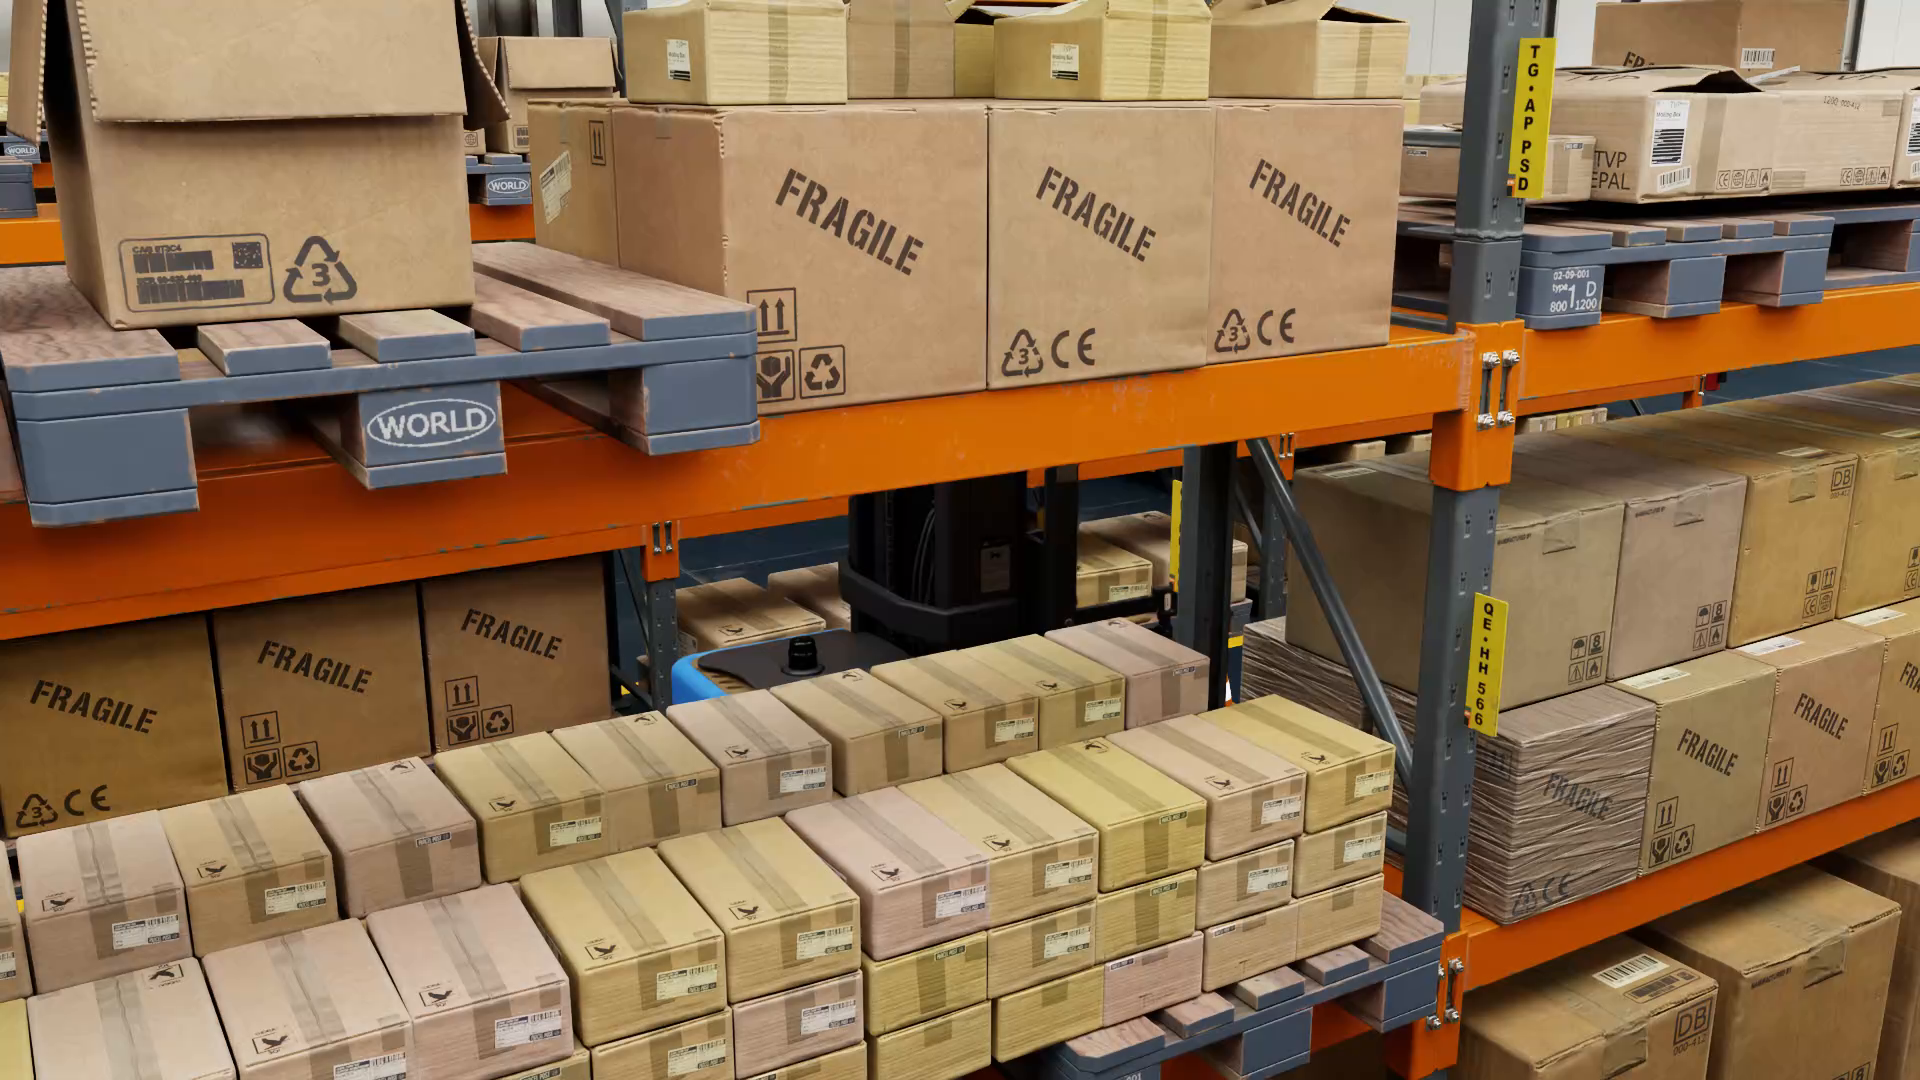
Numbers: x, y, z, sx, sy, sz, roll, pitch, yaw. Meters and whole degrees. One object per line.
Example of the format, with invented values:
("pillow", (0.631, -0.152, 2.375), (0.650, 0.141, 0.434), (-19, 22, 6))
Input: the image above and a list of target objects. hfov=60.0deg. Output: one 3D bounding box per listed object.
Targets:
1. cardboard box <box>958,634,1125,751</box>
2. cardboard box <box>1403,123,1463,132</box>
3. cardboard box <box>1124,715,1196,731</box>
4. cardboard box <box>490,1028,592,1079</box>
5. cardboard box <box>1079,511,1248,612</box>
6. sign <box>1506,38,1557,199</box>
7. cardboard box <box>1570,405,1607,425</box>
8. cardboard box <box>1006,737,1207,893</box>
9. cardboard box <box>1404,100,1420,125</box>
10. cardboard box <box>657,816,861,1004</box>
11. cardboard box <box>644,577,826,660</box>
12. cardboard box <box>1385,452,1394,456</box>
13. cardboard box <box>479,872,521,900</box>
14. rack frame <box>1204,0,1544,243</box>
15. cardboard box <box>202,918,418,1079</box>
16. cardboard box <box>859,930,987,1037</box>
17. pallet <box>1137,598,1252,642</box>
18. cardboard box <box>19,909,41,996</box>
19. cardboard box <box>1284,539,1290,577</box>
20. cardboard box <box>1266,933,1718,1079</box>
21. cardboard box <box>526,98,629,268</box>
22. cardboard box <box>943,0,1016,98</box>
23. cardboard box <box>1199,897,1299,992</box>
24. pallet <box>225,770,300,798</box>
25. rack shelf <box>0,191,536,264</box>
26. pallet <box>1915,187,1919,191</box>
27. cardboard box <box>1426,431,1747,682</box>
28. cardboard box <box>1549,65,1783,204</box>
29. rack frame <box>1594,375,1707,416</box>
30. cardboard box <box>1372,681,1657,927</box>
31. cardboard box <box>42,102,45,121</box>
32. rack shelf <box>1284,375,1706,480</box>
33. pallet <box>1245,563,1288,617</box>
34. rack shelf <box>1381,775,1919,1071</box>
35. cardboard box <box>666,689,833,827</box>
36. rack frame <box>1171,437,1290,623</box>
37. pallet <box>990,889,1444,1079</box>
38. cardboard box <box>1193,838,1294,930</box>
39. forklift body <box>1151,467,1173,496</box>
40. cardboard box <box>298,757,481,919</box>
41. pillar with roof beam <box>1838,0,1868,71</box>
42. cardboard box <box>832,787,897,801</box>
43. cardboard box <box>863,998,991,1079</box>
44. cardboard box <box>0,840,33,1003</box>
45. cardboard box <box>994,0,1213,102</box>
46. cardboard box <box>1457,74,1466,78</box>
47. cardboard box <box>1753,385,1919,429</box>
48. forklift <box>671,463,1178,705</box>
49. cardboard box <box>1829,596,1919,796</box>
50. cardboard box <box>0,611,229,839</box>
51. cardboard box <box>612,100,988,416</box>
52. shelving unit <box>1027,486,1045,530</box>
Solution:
("cardboard box", (0.195, 0.373, 4.109), (0.250, 0.149, 0.380), (-10, 18, -31))
("cardboard box", (1.320, -1.033, 4.451), (0.250, 0.166, 0.380), (-9, 18, -30))
("cardboard box", (0.402, 0.479, 4.280), (0.250, 0.149, 0.380), (-8, 18, -27))
("cardboard box", (-0.812, 0.883, 2.840), (0.250, 0.149, 0.380), (-10, 18, -31))
("cardboard box", (1.264, 0.132, 10.471), (0.625, 0.372, 0.950), (-9, 18, -29))
("sign", (1.198, -0.885, 3.493), (0.005, 0.325, 0.100), (-9, 18, -30))
("cardboard box", (4.309, -0.874, 11.695), (0.250, 0.149, 0.380), (-9, 18, -28))
("cardboard box", (0.295, 0.560, 3.439), (0.250, 0.149, 0.380), (-9, 18, -28))
("cardboard box", (2.668, -2.591, 10.266), (0.500, 0.250, 0.500), (-9, 18, -30))
("cardboard box", (-0.374, 0.669, 3.053), (0.250, 0.149, 0.380), (-8, 18, -27))
("cardboard box", (-1.227, 0.539, 9.022), (0.625, 0.372, 0.950), (-11, 19, -33))
("cardboard box", (2.810, -0.340, 10.994), (0.500, 0.500, 0.500), (-8, 18, -27))
("cardboard box", (-0.930, 0.697, 3.503), (0.250, 0.149, 0.380), (-8, 18, -28))
("rack frame", (0.920, -2.206, 3.607), (0.127, 3.000, 1.000), (-9, 18, -30))
("cardboard box", (-1.043, 0.778, 2.663), (0.250, 0.149, 0.380), (-9, 18, -30))
("cardboard box", (-0.151, 0.776, 3.221), (0.250, 0.149, 0.380), (-9, 18, -30))
("pallet", (1.046, 0.447, 10.425), (1.213, 0.211, 1.003), (-9, 18, -30))
("cardboard box", (-1.598, 0.804, 3.122), (0.250, 0.149, 0.380), (-10, 18, -32))
("cardboard box", (2.357, 0.098, 10.820), (0.500, 0.250, 0.500), (-10, 19, -32))
("cardboard box", (1.488, 1.500, 4.891), (0.750, 0.750, 1.050), (-9, 18, -30))
("cardboard box", (-0.558, -0.650, 3.428), (0.500, 0.500, 0.500), (-9, 18, -30))
("cardboard box", (-0.011, -1.114, 3.666), (0.258, 0.266, 0.396), (-9, 18, -30))
("cardboard box", (0.520, 0.811, 3.648), (0.250, 0.149, 0.380), (-9, 18, -30))
("pallet", (-3.475, 1.155, 7.898), (1.213, 0.211, 1.003), (-9, 18, -30))
("rack shelf", (-3.430, -1.268, 7.152), (4.000, 0.370, 1.077), (-9, 18, -30))
("pallet", (3.588, -1.086, 5.526), (1.217, 0.209, 0.805), (-10, 19, -32))
("cardboard box", (1.743, 0.023, 4.734), (0.500, 0.500, 0.700), (-10, 18, -31))
("cardboard box", (1.654, -1.019, 4.131), (0.500, 0.311, 0.500), (-9, 18, -30))
("rack frame", (5.141, -1.560, 12.419), (0.127, 3.000, 1.000), (-9, 18, -30))
("cardboard box", (1.444, 0.635, 4.403), (0.500, 0.500, 0.500), (-9, 18, -29))
("cardboard box", (-5.939, -2.783, 10.726), (0.250, 0.149, 0.380), (-9, 18, -28))
("rack shelf", (3.427, -0.936, 11.524), (4.000, 0.370, 1.077), (-9, 18, -30))
("pallet", (2.270, 0.237, 11.174), (1.213, 0.211, 1.003), (-9, 18, -30))
("rack shelf", (2.634, 0.751, 5.505), (4.000, 0.370, 1.077), (-9, 18, -30))
("cardboard box", (-0.476, 0.480, 3.724), (0.250, 0.149, 0.380), (-8, 18, -27))
("rack frame", (1.713, -1.004, 10.435), (0.127, 3.000, 1.000), (-9, 18, -30))
("pallet", (0.364, 0.899, 4.001), (1.003, 0.211, 1.213), (-9, 18, -30))
("cardboard box", (0.503, 0.670, 3.599), (0.250, 0.149, 0.380), (-8, 18, -28))
("forklift body", (1.896, -1.614, 14.183), (1.214, 2.155, 2.313), (-9, 18, -30))
("cardboard box", (-1.148, 0.589, 3.336), (0.250, 0.149, 0.380), (-10, 19, -32))
("pillar with roof beam", (14.024, -6.381, 18.500), (0.400, 9.000, 9.100), (-9, 18, -30))
("cardboard box", (-0.272, 0.590, 3.883), (0.250, 0.149, 0.380), (-9, 18, -29))
("cardboard box", (-0.146, 0.918, 3.265), (0.250, 0.149, 0.380), (-10, 19, -32))
("cardboard box", (-1.813, 0.697, 2.950), (0.250, 0.149, 0.380), (-10, 18, -31))
("cardboard box", (0.275, -0.987, 3.213), (0.258, 0.266, 0.396), (-9, 18, -30))
("cardboard box", (3.015, -2.834, 10.393), (0.250, 0.149, 0.380), (-10, 18, -32))
("cardboard box", (3.053, -0.190, 5.493), (0.500, 0.500, 0.700), (-9, 18, -29))
("forklift", (0.351, 0.009, 6.949), (3.031, 2.935, 1.130), (-9, 18, -29))
("cardboard box", (2.739, 0.425, 5.152), (0.500, 0.500, 0.500), (-9, 18, -30))
("cardboard box", (-3.884, 0.696, 7.526), (0.875, 0.875, 0.875), (-9, 18, -28))
("cardboard box", (-0.291, -0.530, 3.002), (0.500, 0.500, 0.500), (-9, 18, -30))
("shelving unit", (0.065, -0.733, 12.245), (1.083, 1.500, 0.587), (-9, 18, -30))
